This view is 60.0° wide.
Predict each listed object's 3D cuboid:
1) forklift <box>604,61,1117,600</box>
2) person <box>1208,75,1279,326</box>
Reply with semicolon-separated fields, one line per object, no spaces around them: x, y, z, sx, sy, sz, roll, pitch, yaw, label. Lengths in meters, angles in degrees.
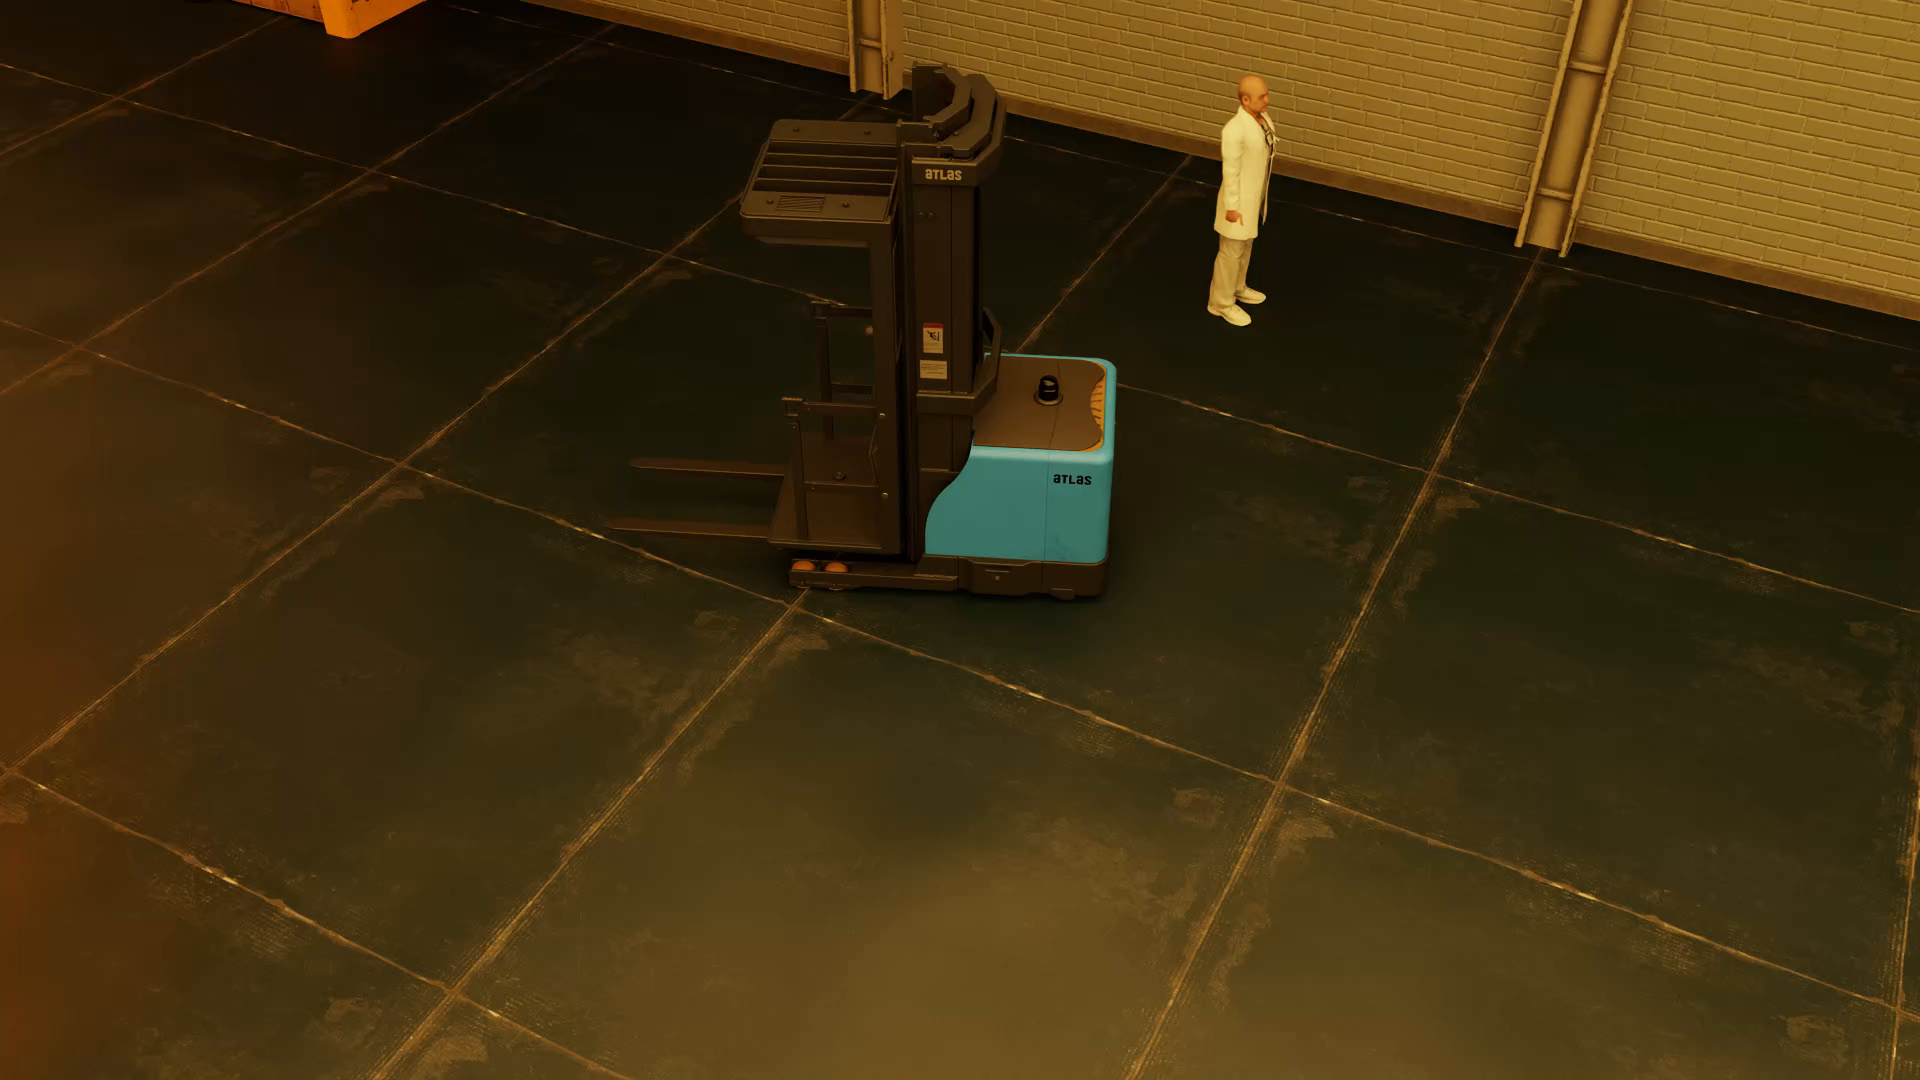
-0.606;-1.157;9.360;3.031;2.935;1.130;3;40;4;forklift
2.038;-2.416;11.749;0.392;1.782;0.551;18;43;20;person
